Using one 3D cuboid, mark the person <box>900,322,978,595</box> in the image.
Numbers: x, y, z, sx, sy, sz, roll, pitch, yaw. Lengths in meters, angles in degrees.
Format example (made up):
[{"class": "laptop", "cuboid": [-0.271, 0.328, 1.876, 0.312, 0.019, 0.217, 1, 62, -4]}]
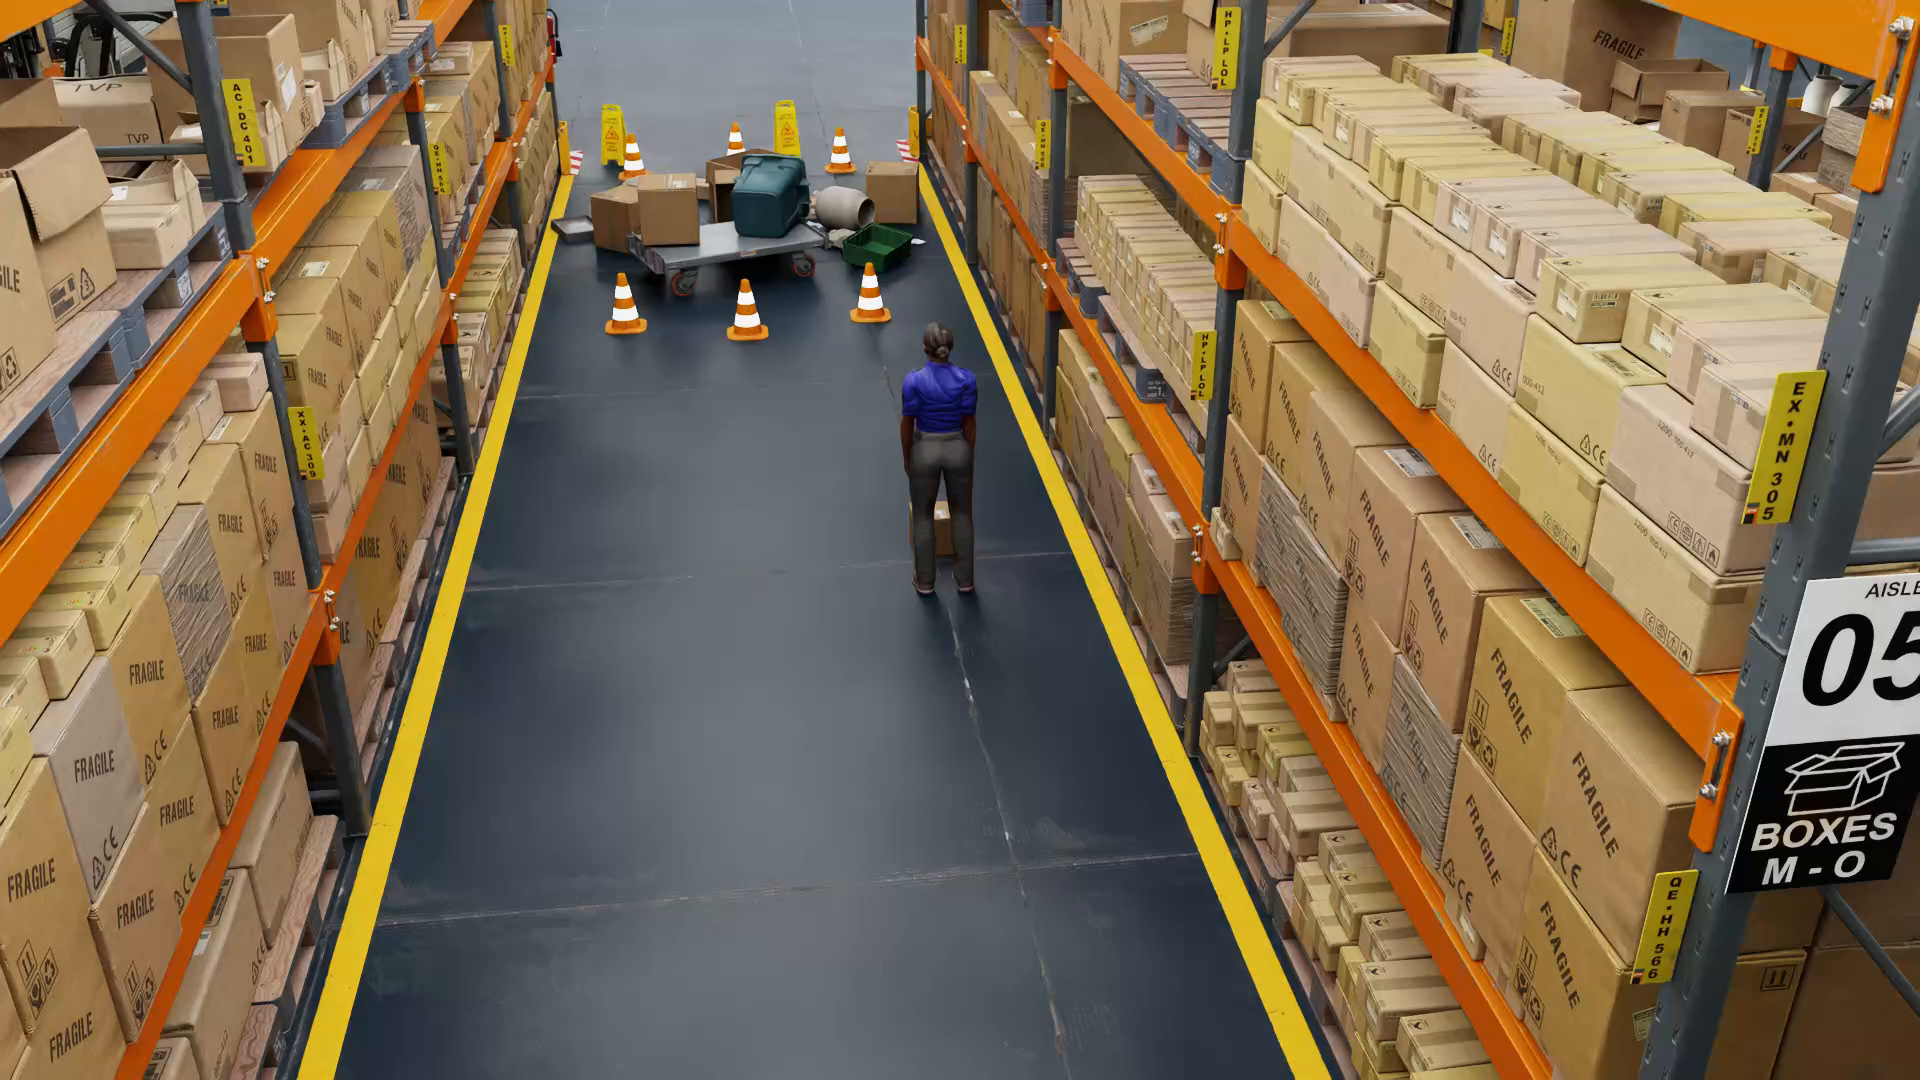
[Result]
[{"class": "person", "cuboid": [-0.123, -0.468, 9.536, 0.437, 1.659, 0.303, -3, 27, -6]}]
